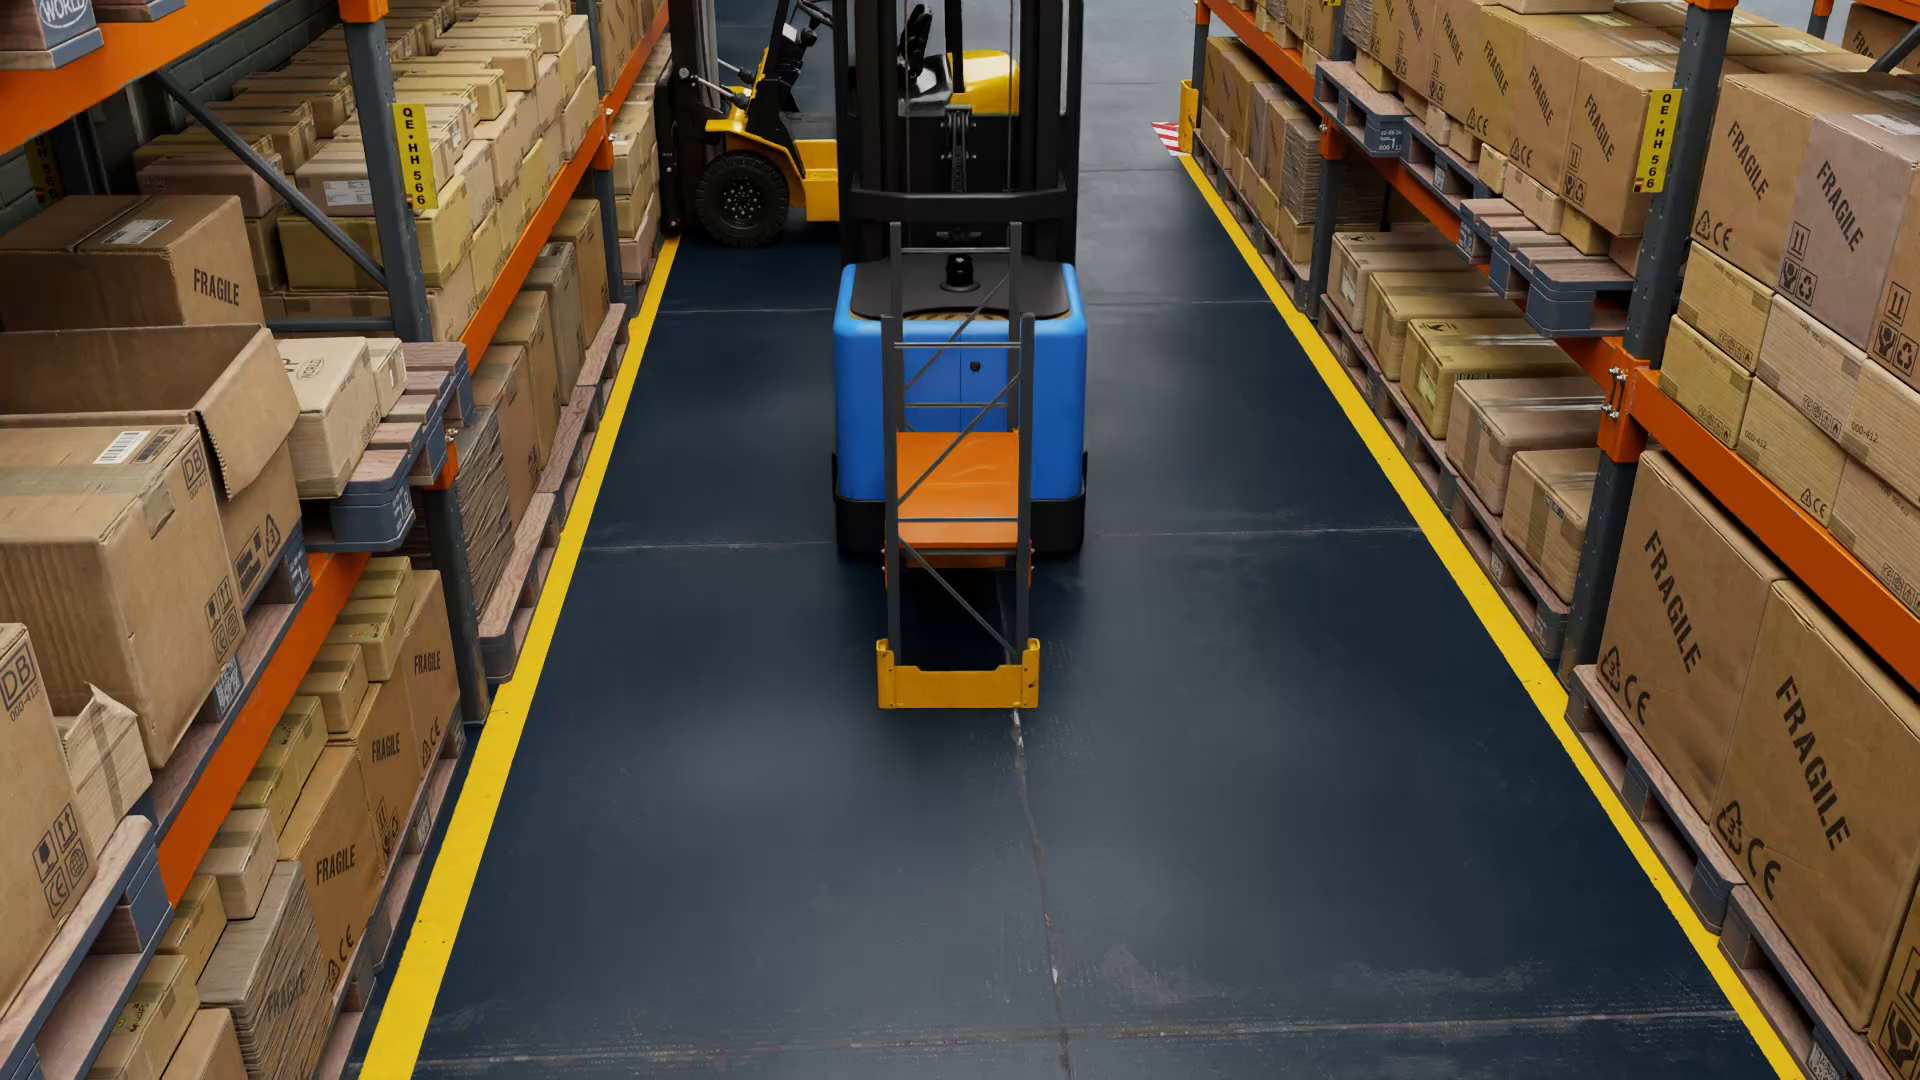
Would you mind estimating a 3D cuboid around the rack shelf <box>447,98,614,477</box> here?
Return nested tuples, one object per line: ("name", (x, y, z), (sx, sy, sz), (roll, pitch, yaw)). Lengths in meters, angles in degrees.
("rack shelf", (-2.314, -1.281, 7.240), (1.077, 0.370, 4.000), (-1, 28, -3))

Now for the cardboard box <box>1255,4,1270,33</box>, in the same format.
("cardboard box", (2.128, -3.381, 10.760), (0.380, 0.149, 0.250), (-1, 28, -2))

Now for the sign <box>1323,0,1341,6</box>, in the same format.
("sign", (1.997, -3.012, 8.845), (0.100, 0.325, 0.005), (-1, 28, -3))

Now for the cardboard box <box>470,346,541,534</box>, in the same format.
("cardboard box", (-2.270, -0.399, 6.886), (0.875, 0.625, 0.625), (-1, 28, -1))

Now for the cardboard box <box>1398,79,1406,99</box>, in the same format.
("cardboard box", (2.347, -2.212, 8.066), (0.380, 0.149, 0.250), (0, 28, 1))

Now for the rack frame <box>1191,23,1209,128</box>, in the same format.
("rack frame", (2.330, -4.492, 12.619), (1.000, 3.000, 0.127), (-1, 28, -3))

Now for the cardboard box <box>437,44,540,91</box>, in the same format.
("cardboard box", (-1.991, -1.993, 7.018), (0.380, 0.149, 0.250), (-2, 28, -4))

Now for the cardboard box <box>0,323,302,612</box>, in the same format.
("cardboard box", (-1.939, -0.159, 3.745), (0.797, 0.503, 0.637), (-2, 28, -4))

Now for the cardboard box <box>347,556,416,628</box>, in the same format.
("cardboard box", (-1.930, 0.180, 5.208), (0.380, 0.149, 0.250), (-3, 28, -5))

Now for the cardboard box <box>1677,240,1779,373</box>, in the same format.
("cardboard box", (2.527, -0.713, 4.995), (0.500, 0.250, 0.500), (-2, 28, -3))

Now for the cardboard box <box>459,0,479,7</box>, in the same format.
("cardboard box", (-2.614, -2.688, 8.350), (0.380, 0.149, 0.250), (-2, 28, -4))

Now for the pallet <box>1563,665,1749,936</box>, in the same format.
("pallet", (2.713, 0.805, 5.479), (1.003, 0.211, 1.213), (-1, 28, -3))

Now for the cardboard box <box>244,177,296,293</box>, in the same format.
("cardboard box", (-2.510, -1.032, 5.607), (0.500, 0.250, 0.500), (-1, 28, -2))

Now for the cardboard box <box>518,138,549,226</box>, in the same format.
("cardboard box", (-2.069, -1.530, 7.102), (0.500, 0.250, 0.500), (-1, 28, -1))

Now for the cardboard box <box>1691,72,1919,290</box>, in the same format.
("cardboard box", (2.529, -1.052, 4.833), (0.500, 0.500, 0.500), (-2, 28, -4))

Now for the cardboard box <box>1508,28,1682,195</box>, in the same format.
("cardboard box", (2.408, -1.602, 6.194), (0.500, 0.500, 0.500), (-2, 28, -3))

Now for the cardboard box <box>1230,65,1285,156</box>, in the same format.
("cardboard box", (2.147, -2.928, 11.329), (0.500, 0.500, 0.500), (-1, 28, -2))

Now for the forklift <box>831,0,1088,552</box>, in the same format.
("forklift", (-0.011, -1.885, 7.695), (1.130, 2.935, 3.031), (0, 28, 0))

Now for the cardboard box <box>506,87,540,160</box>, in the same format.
("cardboard box", (-2.075, -1.751, 6.985), (0.500, 0.250, 0.500), (-1, 28, -2))

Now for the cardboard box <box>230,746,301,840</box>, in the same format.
("cardboard box", (-1.934, 0.667, 4.276), (0.380, 0.149, 0.250), (-2, 28, -3))

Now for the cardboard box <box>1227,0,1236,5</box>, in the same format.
("cardboard box", (2.068, -3.860, 11.679), (0.380, 0.149, 0.250), (-1, 28, -2))

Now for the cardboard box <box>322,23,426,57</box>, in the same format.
("cardboard box", (-2.618, -2.214, 7.442), (0.380, 0.149, 0.250), (-1, 28, -3))

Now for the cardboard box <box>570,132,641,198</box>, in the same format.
("cardboard box", (-2.130, -2.165, 9.595), (0.500, 0.250, 0.500), (-2, 28, -3))

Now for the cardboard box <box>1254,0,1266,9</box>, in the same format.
("cardboard box", (2.170, -3.734, 10.736), (0.500, 0.500, 0.500), (-2, 28, -4))

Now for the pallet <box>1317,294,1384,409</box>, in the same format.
("pallet", (2.581, -1.049, 9.033), (1.003, 0.211, 1.213), (-1, 28, -3))

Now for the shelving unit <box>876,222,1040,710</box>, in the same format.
("shelving unit", (-0.011, -0.297, 6.197), (0.587, 1.500, 1.083), (0, 28, 0))

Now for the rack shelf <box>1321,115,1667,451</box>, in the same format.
("rack shelf", (2.643, -1.402, 7.473), (1.077, 0.370, 4.000), (-1, 28, -3))

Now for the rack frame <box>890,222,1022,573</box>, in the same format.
("rack frame", (-0.016, -0.536, 6.656), (0.500, 1.500, 0.032), (0, 28, 0))

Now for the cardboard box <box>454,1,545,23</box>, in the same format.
("cardboard box", (-2.187, -2.470, 7.932), (0.380, 0.149, 0.250), (-1, 28, -3))

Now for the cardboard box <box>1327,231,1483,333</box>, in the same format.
("cardboard box", (2.569, -1.424, 9.124), (0.950, 0.372, 0.625), (-1, 28, -2))

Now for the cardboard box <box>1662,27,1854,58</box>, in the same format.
("cardboard box", (2.921, -1.614, 6.217), (0.500, 0.500, 0.500), (0, 28, 0))

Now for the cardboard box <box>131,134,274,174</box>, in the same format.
("cardboard box", (-2.554, -1.272, 5.635), (0.380, 0.149, 0.250), (-1, 28, -1))

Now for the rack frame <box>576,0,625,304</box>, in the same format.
("rack frame", (-2.418, -2.523, 8.844), (1.000, 3.000, 0.127), (-1, 28, -3))

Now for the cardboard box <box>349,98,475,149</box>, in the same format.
("cardboard box", (-2.012, -1.524, 6.119), (0.380, 0.149, 0.250), (-1, 28, -2))

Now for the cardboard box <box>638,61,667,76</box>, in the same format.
("cardboard box", (-2.223, -3.107, 11.402), (0.500, 0.250, 0.500), (-1, 28, -2))

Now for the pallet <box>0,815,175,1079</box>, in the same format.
("pallet", (-1.933, 0.885, 2.518), (1.003, 0.211, 1.213), (-1, 28, -3))

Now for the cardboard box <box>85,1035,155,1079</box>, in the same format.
("cardboard box", (-1.873, 1.147, 3.355), (0.380, 0.149, 0.250), (-1, 28, -3))

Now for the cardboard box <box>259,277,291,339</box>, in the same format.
("cardboard box", (-2.488, -0.811, 5.724), (0.500, 0.250, 0.500), (-2, 28, -4))

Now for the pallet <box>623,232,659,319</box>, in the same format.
("pallet", (-2.418, -1.655, 10.195), (1.003, 0.211, 1.213), (-1, 28, -3))

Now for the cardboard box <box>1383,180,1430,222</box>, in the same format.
("cardboard box", (2.777, -2.223, 9.978), (0.500, 0.500, 0.500), (0, 28, 0))

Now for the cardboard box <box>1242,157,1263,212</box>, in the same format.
("cardboard box", (2.180, -2.359, 11.049), (0.500, 0.250, 0.500), (-1, 28, -2))

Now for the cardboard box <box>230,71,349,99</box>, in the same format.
("cardboard box", (-2.621, -1.740, 6.533), (0.380, 0.149, 0.250), (-2, 28, -3))

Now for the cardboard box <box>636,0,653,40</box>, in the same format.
("cardboard box", (-2.257, -3.486, 10.581), (0.500, 0.500, 0.500), (-1, 28, -2))

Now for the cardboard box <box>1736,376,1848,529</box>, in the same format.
("cardboard box", (2.566, -0.262, 4.672), (0.500, 0.250, 0.500), (-2, 28, -4))

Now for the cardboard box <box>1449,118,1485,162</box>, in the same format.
("cardboard box", (2.335, -1.732, 7.144), (0.380, 0.149, 0.250), (-2, 28, -4))

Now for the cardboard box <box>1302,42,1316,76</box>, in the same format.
("cardboard box", (2.198, -2.790, 9.627), (0.380, 0.149, 0.250), (-1, 28, -1))

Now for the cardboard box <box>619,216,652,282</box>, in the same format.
("cardboard box", (-2.113, -1.722, 9.827), (0.500, 0.250, 0.500), (-1, 28, -2))

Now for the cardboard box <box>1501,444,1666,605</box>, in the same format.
("cardboard box", (2.728, -0.080, 6.547), (0.950, 0.372, 0.625), (-3, 28, -6))

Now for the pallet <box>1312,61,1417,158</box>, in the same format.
("pallet", (2.433, -2.203, 8.438), (1.003, 0.211, 1.213), (-1, 28, -3))

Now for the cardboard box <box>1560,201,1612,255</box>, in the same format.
("cardboard box", (2.409, -1.140, 6.010), (0.380, 0.149, 0.250), (-1, 28, -2))

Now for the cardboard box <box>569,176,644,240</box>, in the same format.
("cardboard box", (-2.135, -1.943, 9.710), (0.500, 0.250, 0.500), (-2, 28, -3))

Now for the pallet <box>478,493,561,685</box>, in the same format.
("pallet", (-2.213, 0.179, 6.678), (1.003, 0.211, 1.213), (-1, 28, -3))

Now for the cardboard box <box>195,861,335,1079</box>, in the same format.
("cardboard box", (-1.881, 1.148, 4.053), (0.500, 0.500, 0.500), (-2, 28, -4))

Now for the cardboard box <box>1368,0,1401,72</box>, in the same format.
("cardboard box", (2.303, -2.553, 8.017), (0.500, 0.500, 0.500), (-1, 28, -2))

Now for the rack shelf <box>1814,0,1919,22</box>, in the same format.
("rack shelf", (7.372, -3.416, 11.333), (1.077, 0.370, 4.000), (-1, 28, -3))
